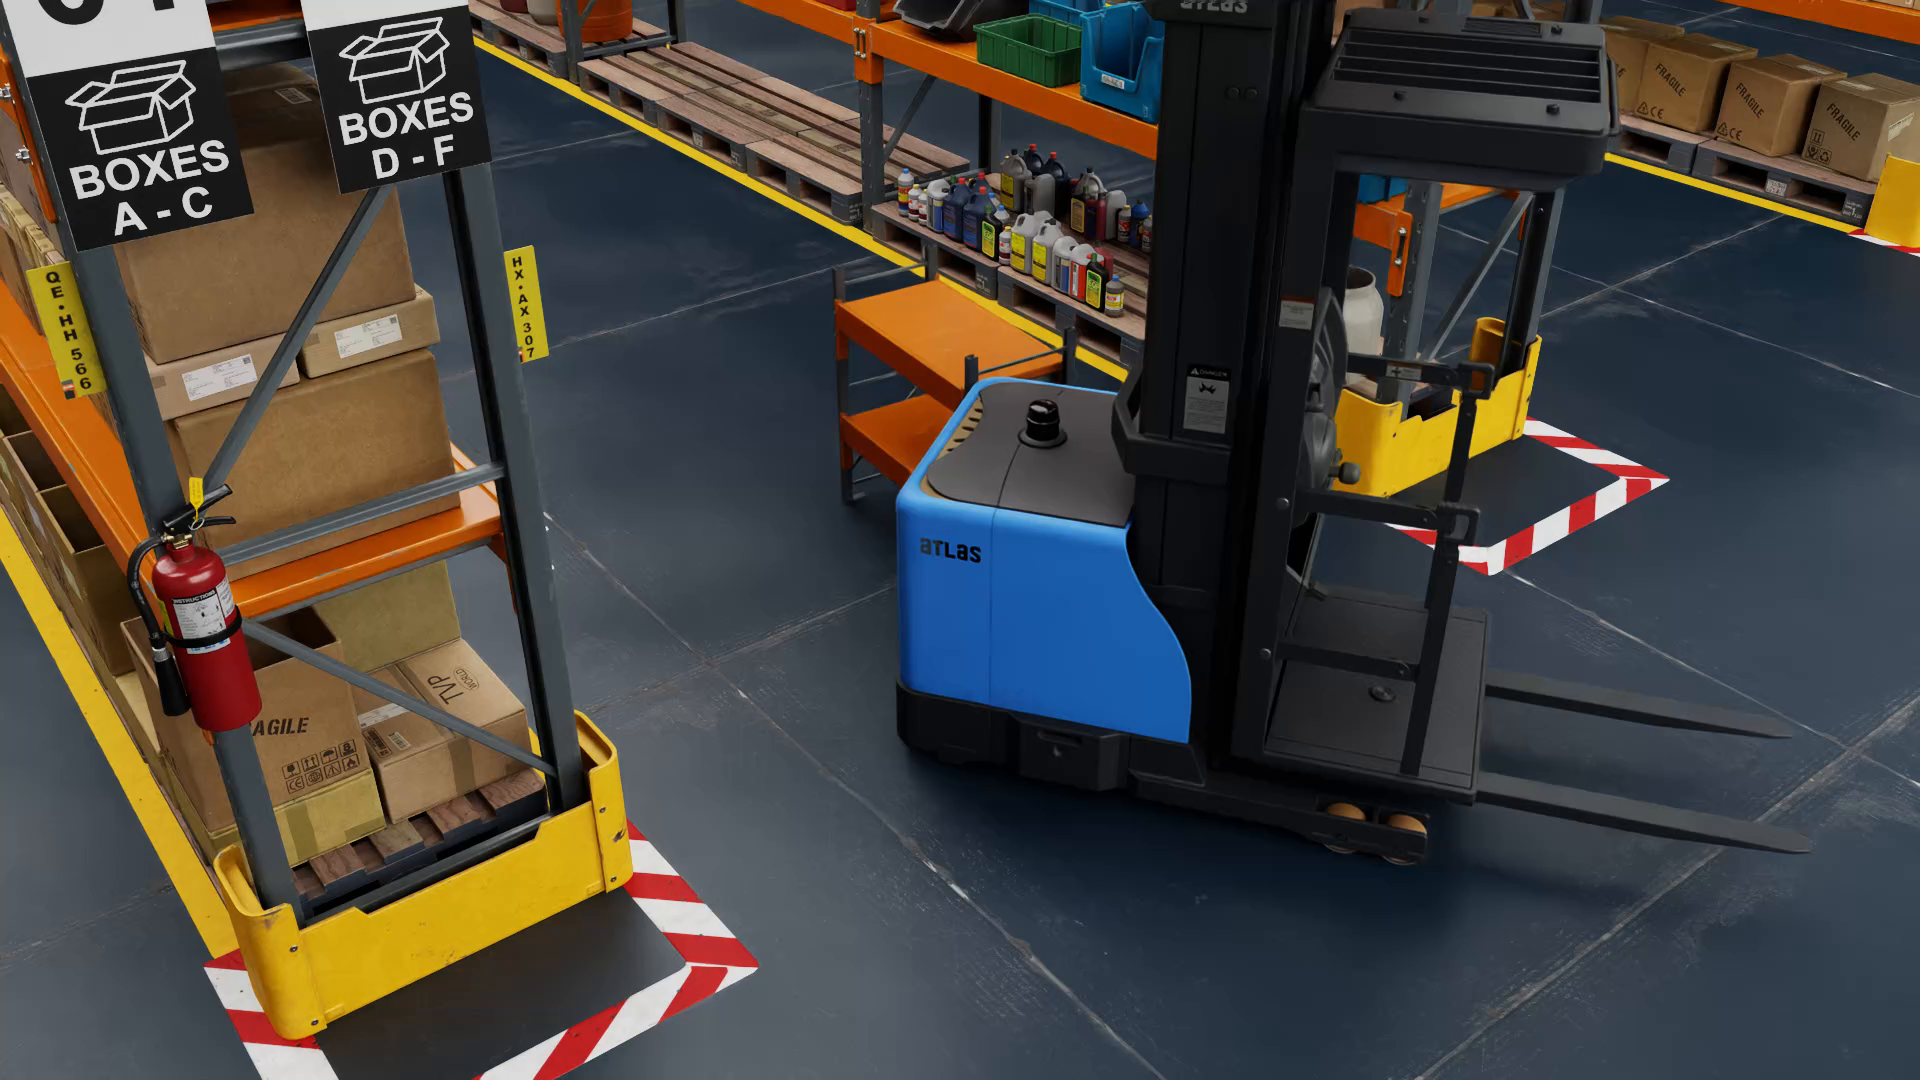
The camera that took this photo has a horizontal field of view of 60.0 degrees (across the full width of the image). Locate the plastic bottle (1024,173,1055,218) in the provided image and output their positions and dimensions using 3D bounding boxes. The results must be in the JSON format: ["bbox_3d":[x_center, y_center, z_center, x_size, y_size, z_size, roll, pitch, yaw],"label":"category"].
[{"bbox_3d":[0.468,-2.046,9.866,0.152,0.276,0.135,-22,38,-31],"label":"plastic bottle"}]

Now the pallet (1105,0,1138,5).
[{"bbox_3d":[1.767,-5.088,15.243,1.003,0.211,1.213,-22,38,-31],"label":"pallet"}]

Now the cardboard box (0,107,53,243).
[{"bbox_3d":[-2.578,-1.303,5.181,0.700,0.500,0.500,-22,38,-31],"label":"cardboard box"}]

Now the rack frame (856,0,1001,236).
[{"bbox_3d":[-0.170,-3.330,9.768,1.000,3.000,0.127,-22,38,-31],"label":"rack frame"}]

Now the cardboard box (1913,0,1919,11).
[{"bbox_3d":[5.857,-3.210,9.814,0.380,0.149,0.250,-22,38,-31],"label":"cardboard box"}]

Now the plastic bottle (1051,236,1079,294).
[{"bbox_3d":[0.592,-1.488,8.967,0.152,0.276,0.135,-23,39,-33],"label":"plastic bottle"}]

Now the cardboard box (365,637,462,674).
[{"bbox_3d":[-2.095,0.425,5.930,0.500,0.250,0.500,-22,38,-31],"label":"cardboard box"}]

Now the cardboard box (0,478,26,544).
[{"bbox_3d":[-3.738,-0.238,6.998,0.500,0.250,0.500,-22,38,-31],"label":"cardboard box"}]

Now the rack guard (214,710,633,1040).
[{"bbox_3d":[-1.618,1.010,5.150,1.175,0.500,0.348,-22,38,-31],"label":"rack guard"}]

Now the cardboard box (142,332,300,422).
[{"bbox_3d":[-2.017,-0.477,4.466,0.380,0.149,0.250,-23,39,-32],"label":"cardboard box"}]

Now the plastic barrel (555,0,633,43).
[{"bbox_3d":[-2.937,-4.452,13.233,0.600,0.830,0.708,-22,38,-31],"label":"plastic barrel"}]

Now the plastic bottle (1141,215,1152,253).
[{"bbox_3d":[1.085,-1.743,9.449,0.097,0.201,0.097,0,32,0],"label":"plastic bottle"}]

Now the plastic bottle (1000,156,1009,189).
[{"bbox_3d":[0.298,-2.277,10.309,0.097,0.201,0.097,0,32,0],"label":"plastic bottle"}]

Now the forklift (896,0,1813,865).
[{"bbox_3d":[1.348,-0.482,5.248,3.031,2.935,1.130,10,33,15],"label":"forklift"}]

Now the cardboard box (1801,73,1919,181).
[{"bbox_3d":[5.825,-2.647,10.640,0.500,0.500,0.500,-15,35,-23],"label":"cardboard box"}]

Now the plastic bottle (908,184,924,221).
[{"bbox_3d":[-0.259,-2.011,9.880,0.097,0.201,0.097,0,32,0],"label":"plastic bottle"}]

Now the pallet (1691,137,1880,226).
[{"bbox_3d":[5.678,-2.462,11.014,1.003,0.211,1.213,-22,38,-31],"label":"pallet"}]

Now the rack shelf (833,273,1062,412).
[{"bbox_3d":[-0.042,-0.749,6.835,0.538,0.278,1.000,-19,37,-28],"label":"rack shelf"}]

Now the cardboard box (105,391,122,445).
[{"bbox_3d":[-2.235,-0.520,5.150,0.700,0.500,0.500,-21,38,-30],"label":"cardboard box"}]

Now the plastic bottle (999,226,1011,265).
[{"bbox_3d":[0.268,-1.653,9.304,0.097,0.201,0.097,0,32,0],"label":"plastic bottle"}]

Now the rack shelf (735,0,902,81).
[{"bbox_3d":[-1.397,-3.858,11.300,1.077,0.370,4.000,-22,38,-31],"label":"rack shelf"}]

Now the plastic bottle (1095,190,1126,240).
[{"bbox_3d":[0.864,-1.901,9.632,0.152,0.276,0.135,-22,38,-31],"label":"plastic bottle"}]

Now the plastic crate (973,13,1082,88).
[{"bbox_3d":[0.439,-2.583,8.766,0.450,0.188,0.662,-22,38,-31],"label":"plastic crate"}]

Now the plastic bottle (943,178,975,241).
[{"bbox_3d":[-0.003,-1.921,9.593,0.144,0.351,0.185,-21,38,-30],"label":"plastic bottle"}]

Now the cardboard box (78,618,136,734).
[{"bbox_3d":[-2.819,0.388,5.991,0.500,0.250,0.500,-22,38,-31],"label":"cardboard box"}]

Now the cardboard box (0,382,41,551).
[{"bbox_3d":[-3.435,-0.346,6.462,0.500,0.500,0.500,-22,38,-31],"label":"cardboard box"}]

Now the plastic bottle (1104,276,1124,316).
[{"bbox_3d":[0.810,-1.284,8.710,0.097,0.201,0.097,0,32,0],"label":"plastic bottle"}]

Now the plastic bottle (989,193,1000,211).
[{"bbox_3d":[0.181,-1.866,9.580,0.097,0.271,0.097,0,32,0],"label":"plastic bottle"}]

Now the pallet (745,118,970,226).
[{"bbox_3d":[-0.683,-2.460,11.010,1.003,0.211,1.213,-22,38,-31],"label":"pallet"}]

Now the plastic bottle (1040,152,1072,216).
[{"bbox_3d":[0.570,-2.136,9.940,0.144,0.351,0.185,-24,39,-34],"label":"plastic bottle"}]

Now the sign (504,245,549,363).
[{"bbox_3d":[-1.191,-0.640,4.542,0.100,0.325,0.005,-22,38,-31],"label":"sign"}]

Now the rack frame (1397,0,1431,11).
[{"bbox_3d":[3.742,-4.932,12.348,1.000,3.000,0.127,-22,38,-31],"label":"rack frame"}]

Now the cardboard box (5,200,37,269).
[{"bbox_3d":[-2.813,-1.016,5.334,0.380,0.149,0.250,-21,38,-30],"label":"cardboard box"}]

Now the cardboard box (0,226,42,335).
[{"bbox_3d":[-3.175,-1.160,6.180,0.700,0.500,0.500,-22,38,-31],"label":"cardboard box"}]

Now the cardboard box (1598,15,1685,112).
[{"bbox_3d":[4.756,-3.399,11.851,0.500,0.500,0.500,-26,40,-35],"label":"cardboard box"}]

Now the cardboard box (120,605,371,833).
[{"bbox_3d":[-2.197,0.482,5.128,0.500,0.500,0.500,-22,38,-31],"label":"cardboard box"}]

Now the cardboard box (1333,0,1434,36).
[{"bbox_3d":[3.382,-4.320,13.315,0.700,0.500,0.500,-26,40,-35],"label":"cardboard box"}]

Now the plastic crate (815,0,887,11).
[{"bbox_3d":[-0.709,-3.460,9.917,0.402,0.464,0.583,-22,38,-31],"label":"plastic crate"}]

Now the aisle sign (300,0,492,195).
[{"bbox_3d":[-1.350,-1.238,3.936,0.394,0.787,0.004,-22,38,-31],"label":"aisle sign"}]

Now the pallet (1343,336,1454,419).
[{"bbox_3d":[1.705,-0.835,8.394,1.003,0.211,1.213,-22,38,-31],"label":"pallet"}]

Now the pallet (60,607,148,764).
[{"bbox_3d":[-2.879,0.310,6.551,1.003,0.211,1.213,-22,38,-31],"label":"pallet"}]

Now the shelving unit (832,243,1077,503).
[{"bbox_3d":[-0.042,-0.500,6.989,0.538,1.125,1.048,-19,37,-28],"label":"shelving unit"}]
